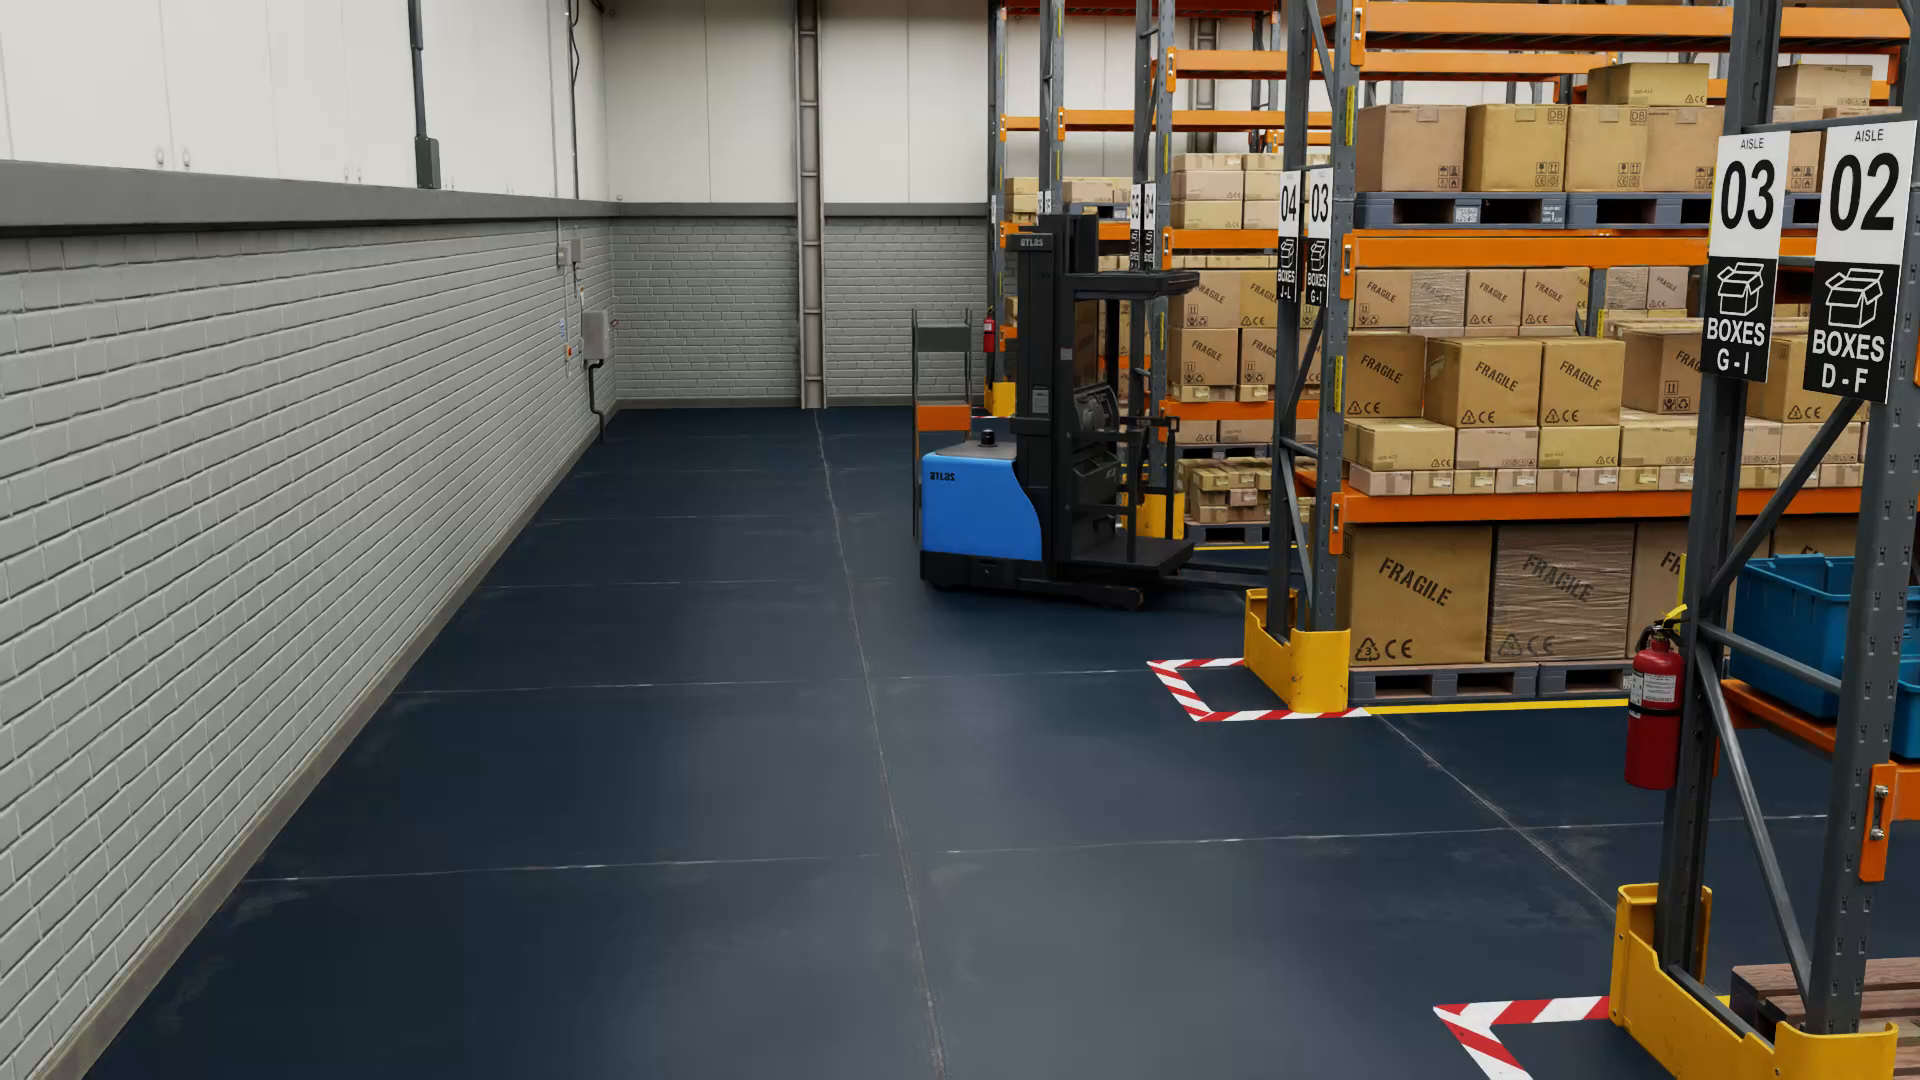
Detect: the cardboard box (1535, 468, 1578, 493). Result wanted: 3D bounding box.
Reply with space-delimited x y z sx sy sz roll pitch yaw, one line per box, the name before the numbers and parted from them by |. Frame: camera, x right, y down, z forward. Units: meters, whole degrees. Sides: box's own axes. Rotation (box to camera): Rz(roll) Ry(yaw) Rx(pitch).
cardboard box | 3.543 -0.389 10.106 0.250 0.149 0.380 -1 11 -7

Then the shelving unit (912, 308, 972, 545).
shelving unit | -0.165 -1.027 15.030 0.503 2.100 0.431 -1 11 -6

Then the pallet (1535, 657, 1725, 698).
pallet | 4.130 0.765 10.812 1.213 0.211 1.003 -1 11 -6

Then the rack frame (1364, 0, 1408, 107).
rack frame | 5.040 -5.474 19.768 0.127 3.000 1.000 -1 11 -6

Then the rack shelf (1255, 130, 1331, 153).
rack shelf | 6.489 -5.919 24.929 4.000 0.370 1.077 -1 11 -6

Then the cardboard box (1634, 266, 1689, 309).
cardboard box | 8.531 -3.093 20.354 0.500 0.500 0.500 -2 11 -8

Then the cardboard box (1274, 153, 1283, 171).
cardboard box | 2.820 -3.301 14.547 0.250 0.149 0.380 -1 11 -5

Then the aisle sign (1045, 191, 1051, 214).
aisle sign | 1.023 -3.666 19.381 0.004 0.787 0.394 -1 11 -6

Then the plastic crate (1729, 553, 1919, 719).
plastic crate | 2.981 0.313 5.632 0.499 0.435 0.616 -1 11 -6

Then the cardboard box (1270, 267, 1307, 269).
cardboard box | 3.146 -2.266 15.378 0.500 0.500 0.500 -1 11 -3

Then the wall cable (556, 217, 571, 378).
wall cable | -4.540 -2.839 19.201 0.123 1.953 0.585 -1 11 -6

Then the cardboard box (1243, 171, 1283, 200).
cardboard box | 2.682 -3.114 14.631 0.500 0.250 0.500 -1 11 -7

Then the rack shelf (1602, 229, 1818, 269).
rack shelf | 7.663 -2.744 15.520 4.000 0.370 1.077 -1 11 -6

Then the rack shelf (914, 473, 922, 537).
rack shelf | -0.165 -0.327 15.168 0.480 0.518 0.431 -1 11 -6

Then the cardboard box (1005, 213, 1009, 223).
cardboard box | 0.817 -4.799 24.758 0.250 0.149 0.380 -1 11 -5

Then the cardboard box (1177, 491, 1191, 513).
cardboard box | 2.199 -0.358 15.598 0.250 0.149 0.380 -1 11 -5

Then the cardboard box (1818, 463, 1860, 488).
cardboard box | 5.331 -0.427 10.297 0.250 0.149 0.380 -1 11 -7

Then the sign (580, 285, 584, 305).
sign | -4.822 -3.122 21.211 0.001 0.242 0.339 -1 11 -6

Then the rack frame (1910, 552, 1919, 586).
rack frame | 6.110 -0.630 10.679 0.127 3.000 1.000 -1 11 -6

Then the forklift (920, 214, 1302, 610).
forklift | 1.245 -1.025 12.867 3.031 2.935 1.130 5 12 23

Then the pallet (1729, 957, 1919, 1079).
pallet | 3.492 1.762 5.742 1.213 0.211 1.003 -1 11 -6

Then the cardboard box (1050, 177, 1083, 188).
cardboard box | 1.500 -5.157 24.250 0.500 0.250 0.500 -1 11 -6

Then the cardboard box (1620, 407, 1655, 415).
cardboard box | 4.114 -0.713 10.718 0.500 0.250 0.500 -1 11 -6

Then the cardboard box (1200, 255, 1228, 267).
cardboard box | 2.992 -3.284 19.644 0.250 0.149 0.380 -1 11 -7

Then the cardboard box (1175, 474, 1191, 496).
cardboard box | 2.192 -0.519 15.645 0.250 0.149 0.380 -2 11 -8

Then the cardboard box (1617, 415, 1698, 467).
cardboard box | 4.174 -0.611 10.200 0.500 0.250 0.500 -1 11 -7

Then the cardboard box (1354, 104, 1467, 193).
cardboard box | 2.645 -2.344 10.014 0.500 0.500 0.700 -2 11 -10

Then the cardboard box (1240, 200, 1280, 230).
cardboard box | 2.696 -2.869 14.679 0.500 0.250 0.500 -1 11 -4

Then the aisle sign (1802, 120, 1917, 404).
aisle sign | 2.629 -0.814 4.876 0.004 0.787 0.394 -1 11 -6

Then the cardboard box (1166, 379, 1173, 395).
cardboard box | 1.992 -1.438 15.439 0.250 0.149 0.380 -1 11 -6

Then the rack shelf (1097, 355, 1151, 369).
rack shelf | 3.052 -2.136 20.204 4.000 0.370 1.077 -1 11 -6

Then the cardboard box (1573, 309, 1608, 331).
cardboard box | 7.546 -2.701 20.305 0.500 0.250 0.500 -1 11 -8

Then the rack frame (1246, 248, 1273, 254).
rack frame | 4.500 -3.482 25.188 0.127 3.000 1.000 -1 11 -6

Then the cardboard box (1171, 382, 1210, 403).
cardboard box | 2.056 -1.321 14.843 0.250 0.149 0.380 -1 11 -7

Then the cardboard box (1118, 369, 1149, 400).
cardboard box | 2.532 -2.375 24.948 0.500 0.500 0.500 -1 11 -5

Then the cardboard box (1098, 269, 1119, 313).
cardboard box | 1.571 -2.942 19.589 0.500 0.500 0.500 -1 11 -7

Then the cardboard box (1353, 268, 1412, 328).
cardboard box | 3.700 -2.174 14.909 0.500 0.500 0.500 -2 11 -8

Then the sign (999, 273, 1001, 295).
sign | 0.582 -3.720 24.151 0.005 0.325 0.100 -1 11 -6

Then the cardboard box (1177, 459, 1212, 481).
cardboard box | 2.197 -0.659 15.585 0.250 0.149 0.380 -1 11 -5

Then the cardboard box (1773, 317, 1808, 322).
cardboard box | 7.865 -2.041 15.878 0.250 0.149 0.380 -1 11 -4

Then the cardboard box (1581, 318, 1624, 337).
cardboard box | 6.053 -2.004 15.688 0.250 0.149 0.380 -1 11 -3

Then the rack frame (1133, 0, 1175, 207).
rack frame | 1.698 -4.444 14.526 0.127 3.000 1.000 -1 11 -6

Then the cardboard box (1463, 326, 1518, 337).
cardboard box | 4.708 -1.704 15.109 0.500 0.500 0.500 -2 11 -8

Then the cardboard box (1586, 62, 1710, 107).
cardboard box | 4.143 -2.731 10.038 0.500 0.250 0.500 -2 11 -8

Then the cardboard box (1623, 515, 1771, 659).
cardboard box | 4.551 0.224 10.756 0.875 0.875 0.875 -1 11 -6

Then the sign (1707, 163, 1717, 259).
sign | 2.593 -1.123 5.679 0.005 0.325 0.100 -1 11 -6

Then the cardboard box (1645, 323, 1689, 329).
cardboard box | 6.393 -1.885 15.083 0.250 0.149 0.380 -1 11 -4

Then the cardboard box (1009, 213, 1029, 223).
cardboard box | 0.866 -4.710 24.306 0.250 0.149 0.380 -1 11 -5

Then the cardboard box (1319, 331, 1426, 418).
cardboard box | 2.590 -1.048 10.477 0.500 0.500 0.500 -1 11 -5
